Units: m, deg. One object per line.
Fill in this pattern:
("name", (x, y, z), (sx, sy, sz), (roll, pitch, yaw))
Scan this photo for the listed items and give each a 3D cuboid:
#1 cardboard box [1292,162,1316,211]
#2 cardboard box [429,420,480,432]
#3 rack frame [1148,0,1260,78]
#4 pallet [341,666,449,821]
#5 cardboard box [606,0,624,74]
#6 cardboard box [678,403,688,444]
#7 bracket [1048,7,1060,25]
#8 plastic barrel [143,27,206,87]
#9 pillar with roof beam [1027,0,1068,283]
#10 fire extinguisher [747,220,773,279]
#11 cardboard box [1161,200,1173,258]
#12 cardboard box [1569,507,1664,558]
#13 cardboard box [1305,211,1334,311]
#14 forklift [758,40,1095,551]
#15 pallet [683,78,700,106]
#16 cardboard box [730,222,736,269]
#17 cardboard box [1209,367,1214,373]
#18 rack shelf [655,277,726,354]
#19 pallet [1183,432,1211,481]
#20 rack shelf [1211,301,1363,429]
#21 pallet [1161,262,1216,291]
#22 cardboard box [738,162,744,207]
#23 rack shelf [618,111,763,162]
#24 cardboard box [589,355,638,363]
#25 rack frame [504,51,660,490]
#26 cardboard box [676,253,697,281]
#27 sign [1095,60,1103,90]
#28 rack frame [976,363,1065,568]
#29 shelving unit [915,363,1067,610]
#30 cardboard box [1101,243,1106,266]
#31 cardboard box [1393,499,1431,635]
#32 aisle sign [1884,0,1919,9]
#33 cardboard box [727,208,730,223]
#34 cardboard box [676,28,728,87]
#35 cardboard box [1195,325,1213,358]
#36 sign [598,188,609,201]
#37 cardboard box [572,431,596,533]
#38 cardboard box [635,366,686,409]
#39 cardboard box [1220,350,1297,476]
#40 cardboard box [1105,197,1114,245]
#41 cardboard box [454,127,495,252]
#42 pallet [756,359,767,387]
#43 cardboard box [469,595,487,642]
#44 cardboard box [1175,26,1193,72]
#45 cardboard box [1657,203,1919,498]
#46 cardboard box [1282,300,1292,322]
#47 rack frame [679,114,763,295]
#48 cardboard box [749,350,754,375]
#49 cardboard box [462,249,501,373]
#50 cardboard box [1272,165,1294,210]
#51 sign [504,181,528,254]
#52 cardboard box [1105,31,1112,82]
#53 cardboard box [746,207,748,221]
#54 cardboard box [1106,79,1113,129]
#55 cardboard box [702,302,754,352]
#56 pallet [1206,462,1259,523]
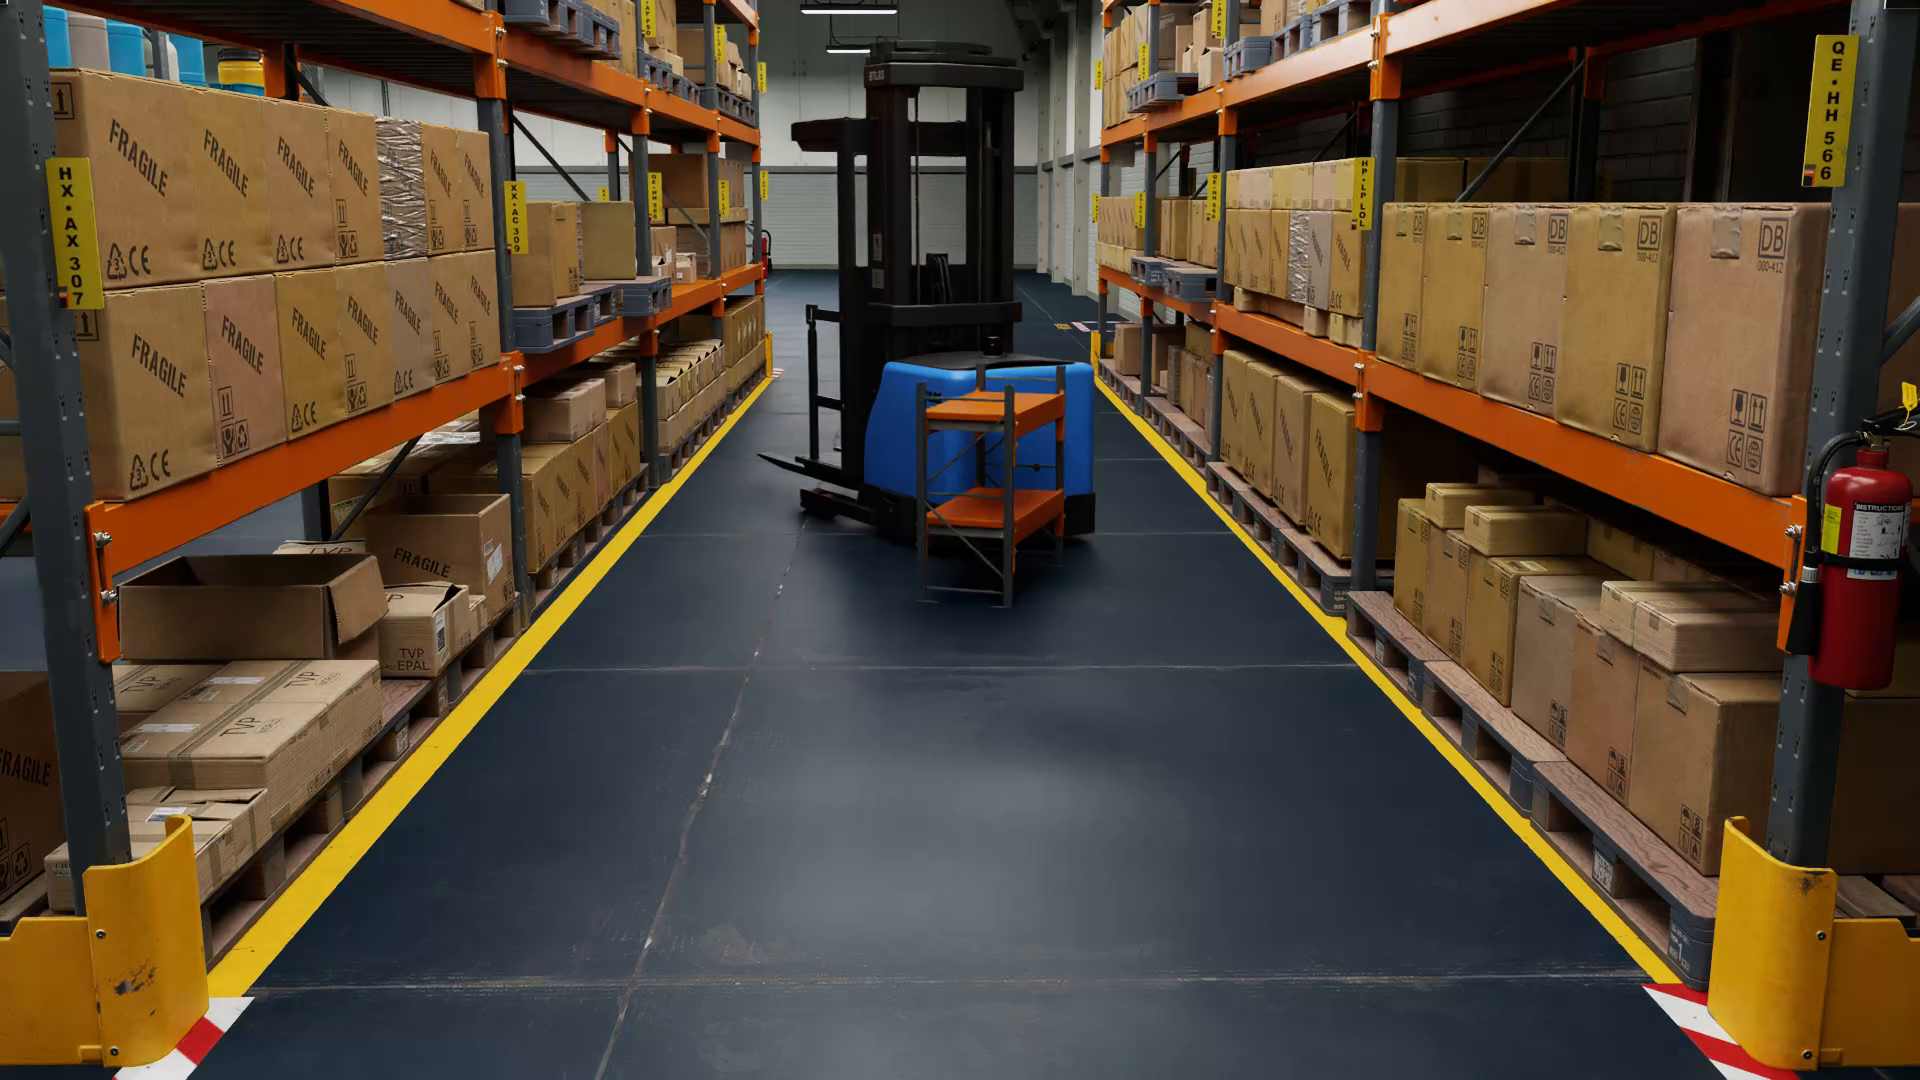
("cardboard box", (2.112, -1.926, 9.071), (0.500, 0.250, 0.500), (0, 11, 0))
("cardboard box", (-2.885, -0.424, 9.786), (0.500, 0.500, 0.500), (-1, 11, -3))
("rack frame", (2.223, -5.589, 14.976), (1.000, 3.000, 0.127), (0, 11, -1))
("pallet", (-2.523, 0.709, 6.036), (1.003, 0.211, 1.213), (0, 11, -1))
("cardboard box", (-2.593, -3.164, 10.314), (0.910, 0.500, 0.500), (0, 11, -1))
("cardboard box", (-2.375, -0.896, 12.792), (0.500, 0.250, 0.500), (-1, 11, -3))
("bracket", (2.231, -12.187, 38.446), (0.076, 0.066, 4.783), (0, 11, -1))
("plastic barrel", (-7.595, -4.728, 15.959), (0.600, 0.901, 0.708), (0, 11, -1))
("pillar with roof beam", (-1.780, -11.002, 41.655), (9.100, 9.000, 0.548), (0, 11, -1))
("fire extinguisher", (-2.350, -3.411, 19.520), (0.296, 0.674, 0.183), (0, 11, -1))
("cardboard box", (2.200, -2.812, 15.019), (0.700, 0.500, 0.500), (0, 11, -1))
("cardboard box", (2.520, -0.031, 6.265), (0.380, 0.149, 0.250), (0, 11, -1))
("cardboard box", (2.107, -1.455, 8.639), (0.500, 0.500, 0.500), (0, 11, -1))
("forklift", (-0.388, -1.618, 10.662), (1.130, 2.935, 3.031), (-7, 13, -31))
("pallet", (-2.698, -3.829, 14.325), (0.805, 0.209, 1.217), (-1, 11, -3))
("cardboard box", (-2.795, -3.176, 17.919), (0.700, 0.500, 0.500), (0, 11, -1))
("cardboard box", (2.344, -1.090, 13.069), (0.700, 0.500, 0.500), (0, 11, -1))
("rack shelf", (-2.688, -1.878, 13.580), (1.077, 0.370, 4.000), (0, 11, -1))
("pallet", (2.291, -0.643, 12.696), (1.003, 0.211, 1.213), (0, 11, -1))
("rack shelf", (2.347, -1.104, 9.765), (1.077, 0.370, 4.000), (0, 11, -1))
("pallet", (2.224, -2.153, 13.611), (1.003, 0.211, 1.213), (0, 11, -1))
("cardboard box", (-2.814, -4.004, 18.739), (0.700, 0.500, 0.500), (0, 11, -1))
("rack shelf", (-2.771, -4.143, 17.201), (1.077, 0.370, 4.000), (0, 11, -1))
("cardboard box", (-2.937, -1.372, 13.728), (0.500, 0.311, 0.500), (0, 11, 0))
("rack frame", (-2.647, -1.833, 11.549), (1.000, 3.000, 0.127), (0, 11, -1))
("cardboard box", (-2.675, -2.457, 15.002), (0.500, 0.250, 0.500), (0, 11, 2))
("sign", (1.598, -5.340, 19.095), (0.100, 0.325, 0.005), (0, 11, -1))
("rack frame", (0.334, -0.412, 9.263), (0.500, 1.125, 0.032), (4, 12, 17))
("shelving unit", (0.179, -0.316, 8.788), (0.538, 1.125, 1.048), (4, 12, 17))
("cardboard box", (1.858, -3.179, 18.511), (0.500, 0.250, 0.500), (-1, 11, -3))
("cardboard box", (2.301, 0.110, 7.206), (0.700, 0.500, 0.500), (0, 11, 0))
("aisle sign", (2.173, -1.522, 3.479), (0.394, 0.787, 0.004), (0, 11, -1))
("cardboard box", (-2.577, -3.357, 17.179), (0.380, 0.149, 0.250), (0, 11, -2))
("cardboard box", (-2.476, -4.523, 15.603), (0.500, 0.500, 0.500), (1, 11, 4))
("cardboard box", (2.282, -1.670, 14.040), (0.500, 0.250, 0.500), (-1, 11, -3))
("sign", (-3.284, -3.088, 15.362), (0.100, 0.325, 0.005), (0, 11, -1))
("cardboard box", (-2.355, -0.331, 9.326), (0.500, 0.500, 0.500), (0, 11, 0))
("cardboard box", (-2.383, -1.176, 12.758), (0.500, 0.311, 0.500), (-1, 11, -3))
("cardboard box", (2.190, -0.859, 11.102), (0.750, 0.750, 0.750), (0, 11, -2))
("cardboard box", (1.855, -3.451, 17.965), (0.500, 0.500, 0.500), (-1, 11, -3))
("cardboard box", (-2.295, -1.477, 7.030), (0.500, 0.500, 0.500), (0, 11, -1))
("pallet", (-2.754, -1.905, 18.916), (1.003, 0.211, 1.213), (0, 11, -1))
("cardboard box", (-2.201, 0.330, 6.951), (0.380, 0.149, 0.250), (0, 11, -1))
("cardboard box", (2.155, -4.265, 14.685), (0.500, 0.500, 0.500), (1, 12, 7))
("cardboard box", (2.451, -0.512, 4.284), (0.980, 0.700, 0.700), (0, 11, 1))
("cardboard box", (2.124, -1.369, 9.846), (0.380, 0.149, 0.250), (0, 11, -1))
("rack frame", (-2.812, -3.423, 19.388), (1.000, 3.000, 0.127), (0, 11, -1))
("cardboard box", (-2.463, -1.878, 17.630), (0.500, 0.250, 0.500), (0, 11, -1))
("cardboard box", (-2.297, -0.988, 7.135), (0.500, 0.500, 0.500), (0, 11, 0))
("cardboard box", (2.100, -2.027, 9.570), (0.500, 0.250, 0.500), (0, 11, -2))
("sign", (-2.022, -1.466, 7.562), (0.100, 0.325, 0.005), (0, 11, -1))
("cardboard box", (1.866, -5.286, 18.207), (0.500, 0.500, 0.500), (0, 11, -2))
("cardboard box", (-2.614, -3.715, 18.943), (0.380, 0.149, 0.250), (0, 11, -2))
("cardboard box", (1.873, -4.799, 18.322), (0.500, 0.500, 0.500), (1, 11, 3))
("cardboard box", (-2.459, -2.245, 17.556), (0.500, 0.500, 0.500), (0, 11, -1))
("pallet", (2.247, -0.330, 11.156), (1.003, 0.211, 1.213), (0, 11, -1))
